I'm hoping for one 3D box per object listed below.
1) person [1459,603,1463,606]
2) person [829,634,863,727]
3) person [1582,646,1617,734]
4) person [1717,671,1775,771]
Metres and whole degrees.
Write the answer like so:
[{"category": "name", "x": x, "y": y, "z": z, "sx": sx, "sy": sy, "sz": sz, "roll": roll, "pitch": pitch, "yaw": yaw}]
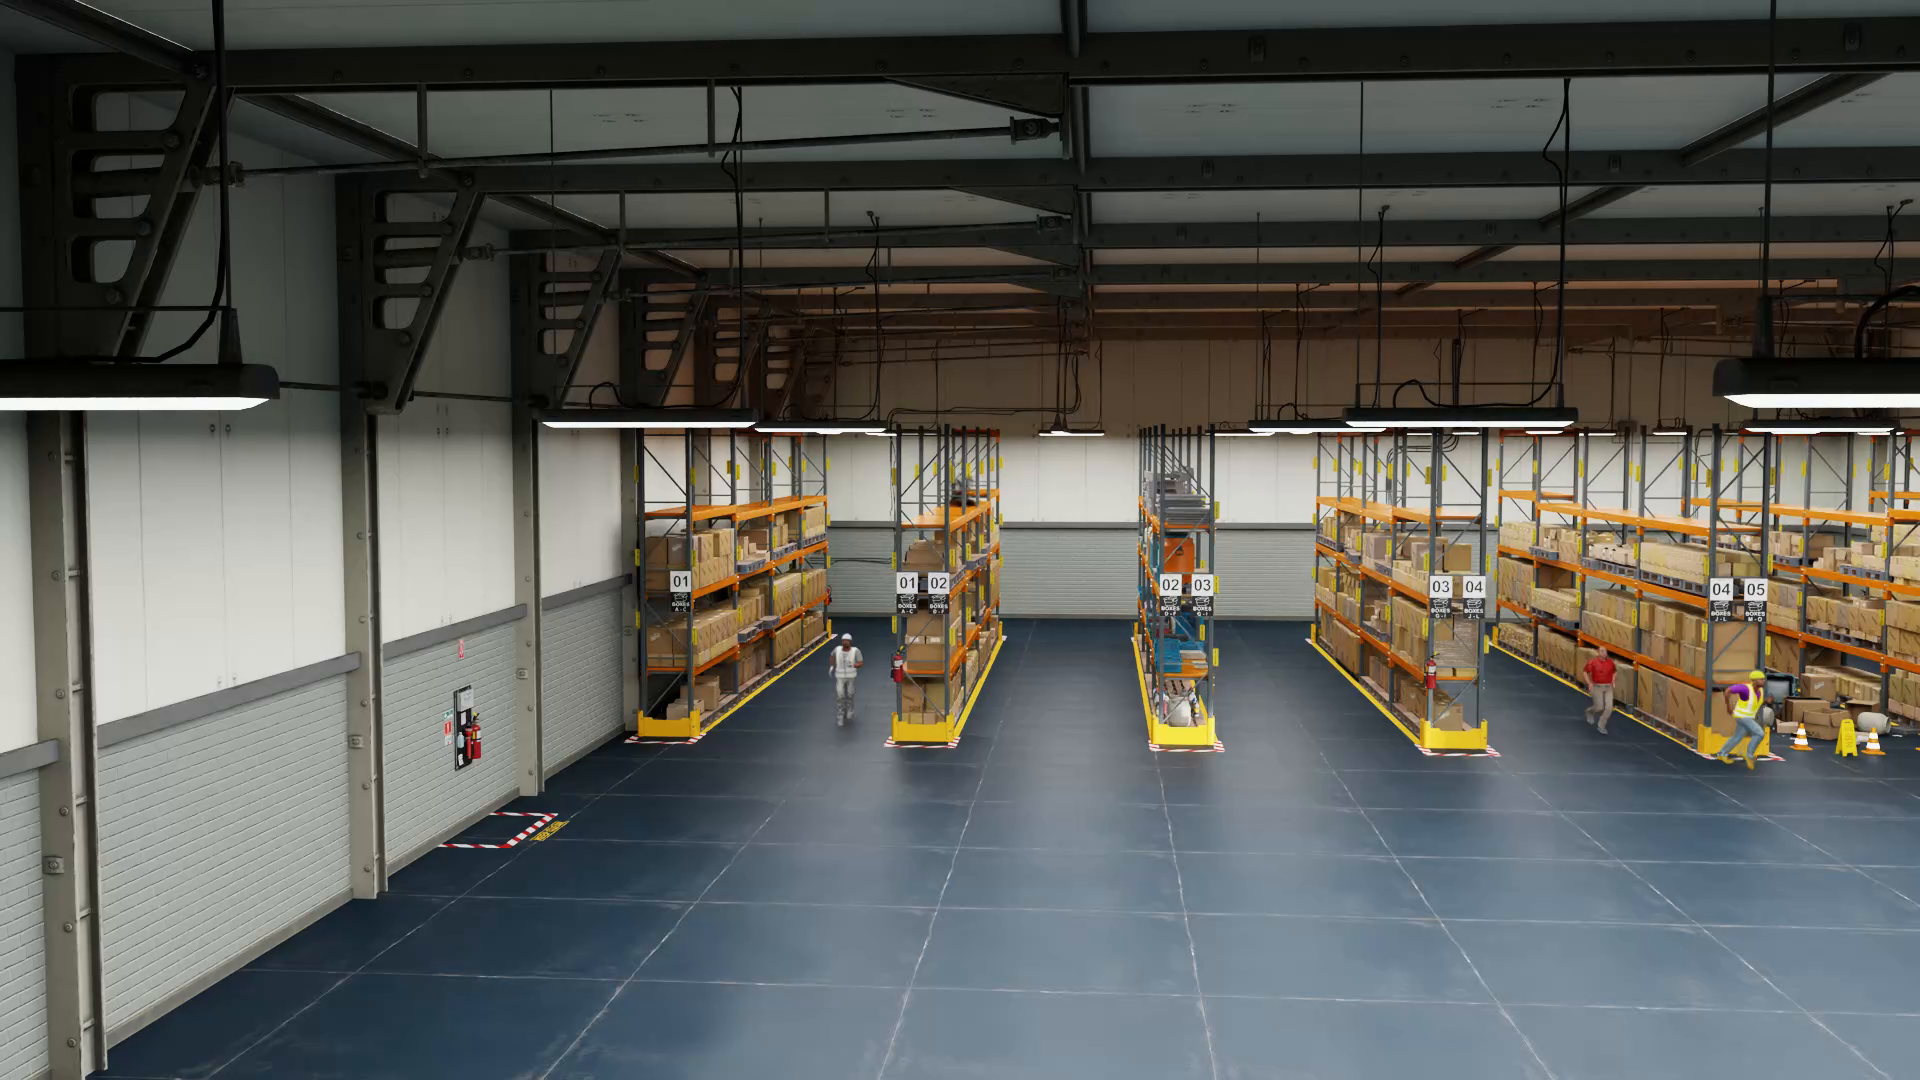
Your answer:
[{"category": "person", "x": 14.129, "y": 2.069, "z": 46.722, "sx": 0.579, "sy": 1.618, "sz": 0.640, "roll": -2, "pitch": 4, "yaw": -33}, {"category": "person", "x": -2.288, "y": 2.789, "z": 33.413, "sx": 0.690, "sy": 1.836, "sz": 0.790, "roll": 0, "pitch": 3, "yaw": -1}, {"category": "person", "x": 12.526, "y": 2.915, "z": 32.490, "sx": 0.665, "sy": 1.688, "sz": 0.603, "roll": 0, "pitch": 3, "yaw": -2}, {"category": "person", "x": 13.604, "y": 3.105, "z": 28.831, "sx": 0.685, "sy": 1.732, "sz": 0.925, "roll": -3, "pitch": 5, "yaw": -43}]
